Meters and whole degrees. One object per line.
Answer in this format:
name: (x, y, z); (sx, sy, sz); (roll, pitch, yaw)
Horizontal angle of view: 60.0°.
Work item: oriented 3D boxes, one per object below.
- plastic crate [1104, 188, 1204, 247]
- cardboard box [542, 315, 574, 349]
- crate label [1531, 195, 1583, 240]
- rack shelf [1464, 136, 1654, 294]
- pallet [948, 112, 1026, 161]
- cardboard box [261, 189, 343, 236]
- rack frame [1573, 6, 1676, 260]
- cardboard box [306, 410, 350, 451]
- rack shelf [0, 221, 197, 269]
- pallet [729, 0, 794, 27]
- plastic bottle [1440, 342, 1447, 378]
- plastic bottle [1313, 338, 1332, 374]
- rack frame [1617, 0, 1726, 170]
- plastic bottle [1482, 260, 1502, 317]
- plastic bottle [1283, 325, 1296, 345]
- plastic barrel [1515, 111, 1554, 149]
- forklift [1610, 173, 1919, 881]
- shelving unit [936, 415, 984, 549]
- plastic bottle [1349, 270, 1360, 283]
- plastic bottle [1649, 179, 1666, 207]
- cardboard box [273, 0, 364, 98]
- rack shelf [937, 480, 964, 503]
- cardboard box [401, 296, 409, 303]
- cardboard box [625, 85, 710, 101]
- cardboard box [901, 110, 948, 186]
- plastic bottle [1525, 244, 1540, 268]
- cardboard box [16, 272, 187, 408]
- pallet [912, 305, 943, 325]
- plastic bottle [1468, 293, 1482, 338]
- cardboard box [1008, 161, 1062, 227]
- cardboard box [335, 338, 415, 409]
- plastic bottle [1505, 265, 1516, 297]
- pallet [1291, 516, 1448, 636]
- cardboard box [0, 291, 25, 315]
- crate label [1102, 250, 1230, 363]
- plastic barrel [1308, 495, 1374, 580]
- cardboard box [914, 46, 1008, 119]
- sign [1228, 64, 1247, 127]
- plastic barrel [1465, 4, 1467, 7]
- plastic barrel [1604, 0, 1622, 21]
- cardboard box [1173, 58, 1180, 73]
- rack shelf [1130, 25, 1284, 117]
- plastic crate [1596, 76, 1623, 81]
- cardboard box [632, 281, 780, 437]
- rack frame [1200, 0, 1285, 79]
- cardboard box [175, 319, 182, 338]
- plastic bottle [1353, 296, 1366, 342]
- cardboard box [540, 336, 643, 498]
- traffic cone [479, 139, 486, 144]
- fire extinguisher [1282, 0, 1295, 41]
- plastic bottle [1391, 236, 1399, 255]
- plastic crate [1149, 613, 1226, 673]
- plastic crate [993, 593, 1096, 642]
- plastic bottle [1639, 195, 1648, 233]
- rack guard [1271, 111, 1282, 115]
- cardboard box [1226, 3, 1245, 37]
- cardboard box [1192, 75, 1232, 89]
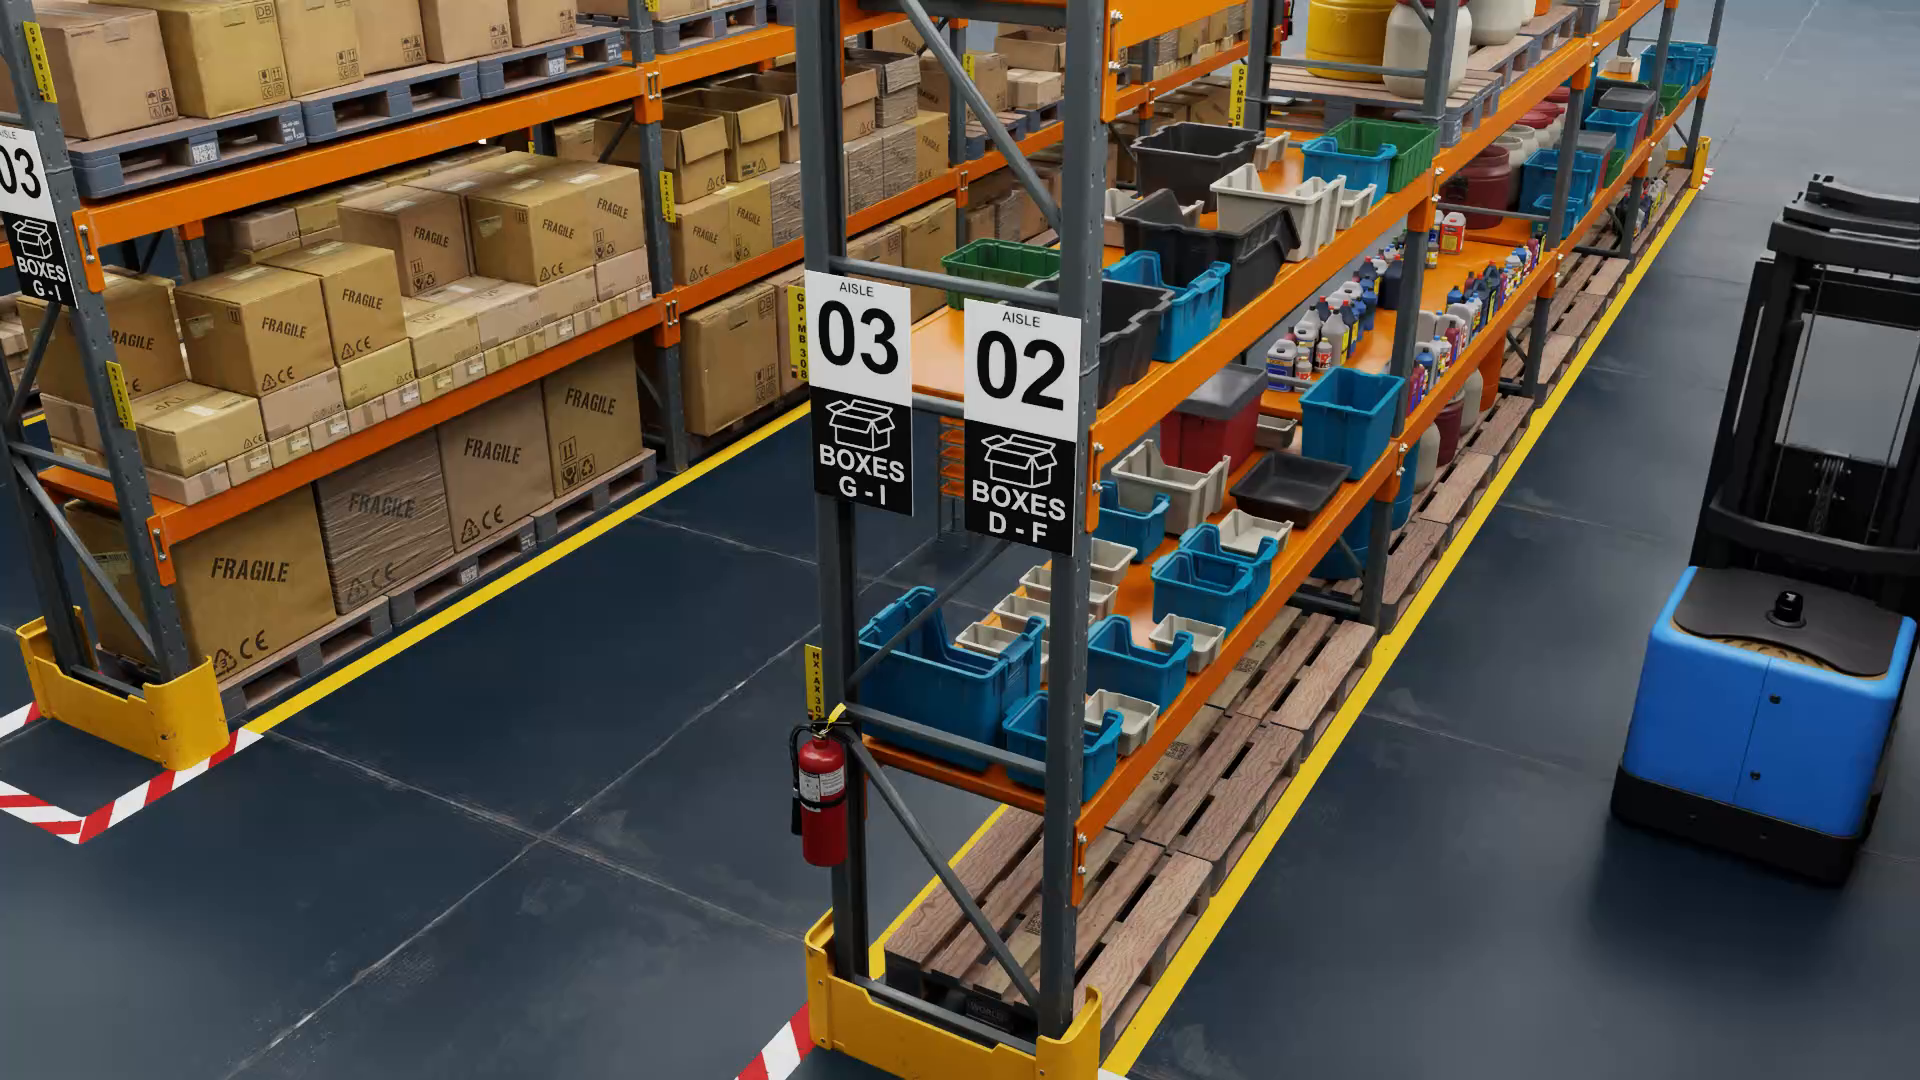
plastic crate: (0.763, -1.358, 7.055); (0.437, 0.136, 0.530); (14, 30, 26)
cardboard box: (-2.626, -1.320, 10.316); (0.380, 0.149, 0.250); (15, 30, 27)
crate label: (4.431, -2.399, 12.378); (0.303, 0.233, 0.416); (14, 30, 26)
rack shelf: (4.882, -2.850, 13.896); (1.077, 0.370, 4.000); (14, 30, 26)
pallet: (-0.156, -3.698, 15.001); (1.213, 0.211, 1.003); (14, 30, 26)
cardboard box: (-5.797, -2.899, 14.675); (0.500, 0.250, 0.500); (15, 30, 27)
rack frame: (5.866, -3.951, 15.292); (1.000, 3.000, 0.127); (14, 30, 26)
cardboard box: (-3.510, -0.620, 8.919); (0.380, 0.149, 0.250); (14, 30, 25)
rack shelf: (-7.634, -1.954, 12.107); (1.077, 0.370, 4.000); (14, 30, 26)
pallet: (-1.232, -4.040, 12.331); (1.003, 0.211, 1.213); (16, 31, 28)
plastic bottle: (2.798, -1.060, 9.739); (0.097, 0.201, 0.097); (0, 27, 0)
plastic bottle: (2.140, -1.091, 9.801); (0.097, 0.201, 0.097); (0, 27, 0)
rack frame: (7.833, -5.510, 18.406); (1.000, 3.000, 0.127); (14, 30, 26)
plastic bottle: (3.394, -1.620, 10.690); (0.144, 0.351, 0.185); (14, 30, 26)
plastic bottle: (1.917, -1.106, 9.739); (0.061, 0.283, 0.133); (14, 30, 26)
plastic barrel: (4.630, -3.233, 13.705); (0.433, 0.535, 0.433); (0, 27, 0)
forklift: (4.359, -0.382, 8.239); (1.130, 2.935, 3.031); (16, 31, 29)
shelving unit: (0.007, -0.542, 10.493); (0.258, 1.200, 0.189); (14, 30, 26)
plastic bottle: (2.525, -1.588, 10.701); (0.061, 0.283, 0.133); (14, 30, 26)
plastic bottle: (7.164, -3.584, 17.110); (0.152, 0.276, 0.135); (14, 30, 26)
cardboard box: (-3.547, -2.603, 8.555); (0.700, 0.500, 0.500); (12, 29, 23)
rack shelf: (0.007, -0.288, 10.620); (0.258, 0.103, 0.180); (14, 30, 26)
cardboard box: (-3.590, -1.278, 9.787); (0.500, 0.250, 0.500); (14, 30, 26)
cardboard box: (-3.420, -4.718, 18.868); (1.050, 0.750, 0.750); (14, 30, 26)
cardboard box: (-0.441, -3.280, 13.841); (0.500, 0.500, 0.500); (15, 30, 28)
plastic bottle: (3.998, -2.011, 11.637); (0.097, 0.201, 0.097); (0, 27, 0)
cardboard box: (-4.339, -1.014, 8.422); (0.500, 0.500, 0.500); (15, 30, 27)
pallet: (-0.868, -1.945, 14.400); (1.003, 0.211, 1.213); (14, 30, 26)
plastic bottle: (3.188, -1.400, 10.340); (0.097, 0.271, 0.097); (0, 27, 0)
cardboard box: (0.707, -3.486, 16.664); (0.700, 0.500, 0.500); (12, 29, 22)
cardboard box: (-3.378, -0.958, 9.147); (0.500, 0.250, 0.500); (13, 29, 24)
plastic bottle: (3.645, -1.731, 11.079); (0.097, 0.201, 0.097); (0, 27, 0)
pallet: (2.346, 0.122, 10.270); (1.003, 0.211, 1.213); (14, 30, 26)
cardboard box: (-7.378, -1.835, 13.117); (0.380, 0.149, 0.250); (13, 30, 25)
crate label: (0.698, -0.837, 5.887); (0.408, 0.251, 0.502); (14, 30, 26)
plastic barrel: (2.213, -0.291, 9.855); (0.600, 0.901, 0.708); (14, 30, 26)
cardboard box: (0.004, -4.174, 15.156); (0.700, 0.500, 0.500); (19, 32, 33)
sign: (1.452, -2.300, 8.633); (0.100, 0.325, 0.005); (14, 30, 26)
plastic barrel: (2.637, -3.285, 9.582); (0.600, 0.901, 0.708); (14, 30, 26)
plastic barrel: (4.491, -4.230, 11.938); (0.600, 0.901, 0.600); (0, 27, 0)
cardboard box: (2.154, -5.145, 17.957); (0.380, 0.149, 0.250); (14, 30, 26)
rack shelf: (2.537, -5.499, 19.188); (1.077, 0.370, 4.000); (14, 30, 26)
plastic crate: (6.174, -4.375, 16.306); (0.499, 0.251, 0.616); (14, 30, 26)
cardboard box: (-2.085, -1.415, 12.131); (1.225, 0.875, 0.875); (14, 30, 26)
rack frame: (3.521, -6.600, 20.584); (1.000, 3.000, 0.127); (14, 30, 26)
cardboard box: (-6.547, -1.740, 13.592); (0.380, 0.149, 0.250); (15, 30, 27)
plastic bottle: (2.454, -1.371, 10.283); (0.097, 0.271, 0.097); (0, 27, 0)
cardboard box: (-2.776, -0.922, 11.145); (0.875, 0.875, 0.875); (14, 30, 26)
traffic cone: (-5.738, -4.965, 20.151); (0.336, 0.463, 0.334); (14, 30, 26)
fire extinguisher: (3.979, -6.509, 20.488); (0.296, 0.674, 0.183); (14, 30, 26)
plastic bottle: (2.957, -1.930, 11.385); (0.061, 0.283, 0.133); (14, 30, 26)
plastic crate: (0.934, 0.422, 6.784); (0.250, 0.136, 0.298); (14, 30, 26)
plastic crate: (0.361, 0.349, 6.929); (0.396, 0.136, 0.243); (14, 30, 26)
plastic bottle: (6.624, -3.186, 16.232); (0.144, 0.351, 0.185); (15, 30, 27)
rack guard: (3.484, -5.453, 21.085); (1.175, 0.500, 0.348); (14, 30, 26)
cardboard box: (2.802, -6.163, 19.267); (0.875, 0.500, 0.500); (14, 30, 26)
cardboard box: (3.199, -5.431, 20.571); (0.500, 0.500, 0.500); (21, 33, 35)
